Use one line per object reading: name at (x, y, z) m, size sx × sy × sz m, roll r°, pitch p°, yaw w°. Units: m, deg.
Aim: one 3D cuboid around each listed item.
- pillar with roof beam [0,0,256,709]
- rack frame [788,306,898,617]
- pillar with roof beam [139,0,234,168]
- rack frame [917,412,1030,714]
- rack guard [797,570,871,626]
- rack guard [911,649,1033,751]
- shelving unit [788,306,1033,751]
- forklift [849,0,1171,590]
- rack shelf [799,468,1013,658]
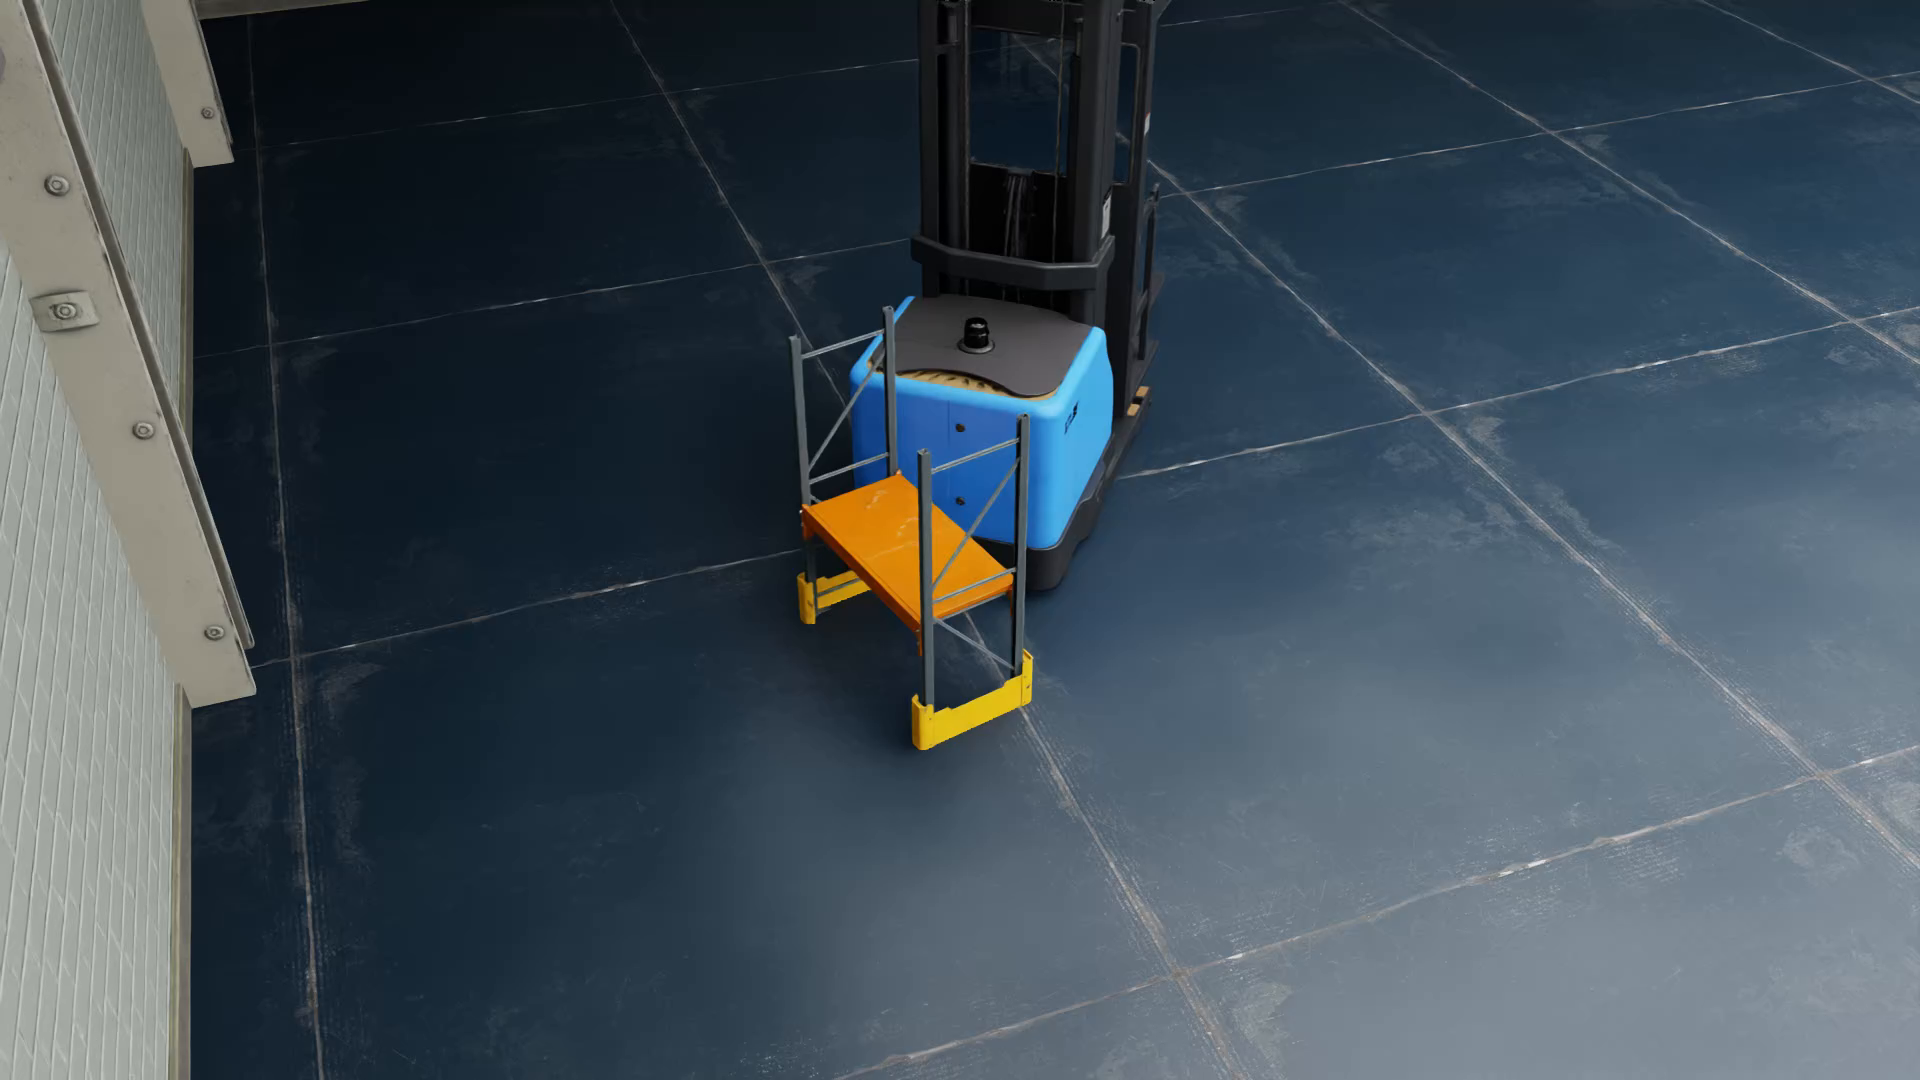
pillar with roof beam at (0.698, -3.880, 5.981) m, size 9.100 × 9.000 × 0.400 m, roll -12°, pitch 39°, yaw -16°
rack frame at (-0.502, -0.320, 7.489) m, size 0.500 × 1.500 × 0.032 m, roll -22°, pitch 42°, yaw -26°
pillar with roof beam at (-1.367, -7.269, 10.481) m, size 9.100 × 9.000 × 0.400 m, roll -12°, pitch 39°, yaw -16°
rack frame at (0.056, 0.191, 6.810) m, size 0.500 × 1.500 × 0.032 m, roll -22°, pitch 42°, yaw -26°
rack guard at (-0.491, 0.189, 7.852) m, size 0.587 × 0.250 × 0.087 m, roll -22°, pitch 42°, yaw -26°
rack guard at (0.055, 0.690, 7.187) m, size 0.587 × 0.250 × 0.087 m, roll -22°, pitch 42°, yaw -26°
shelving unit at (-0.218, -0.060, 7.144) m, size 0.587 × 1.500 × 1.083 m, roll -22°, pitch 42°, yaw -26°
forklift at (0.436, -1.821, 8.291) m, size 1.130 × 2.935 × 3.031 m, roll 12°, pitch 39°, yaw 15°
rack shelf at (-0.223, 0.079, 7.258) m, size 0.538 × 0.185 × 1.000 m, roll -22°, pitch 42°, yaw -26°
